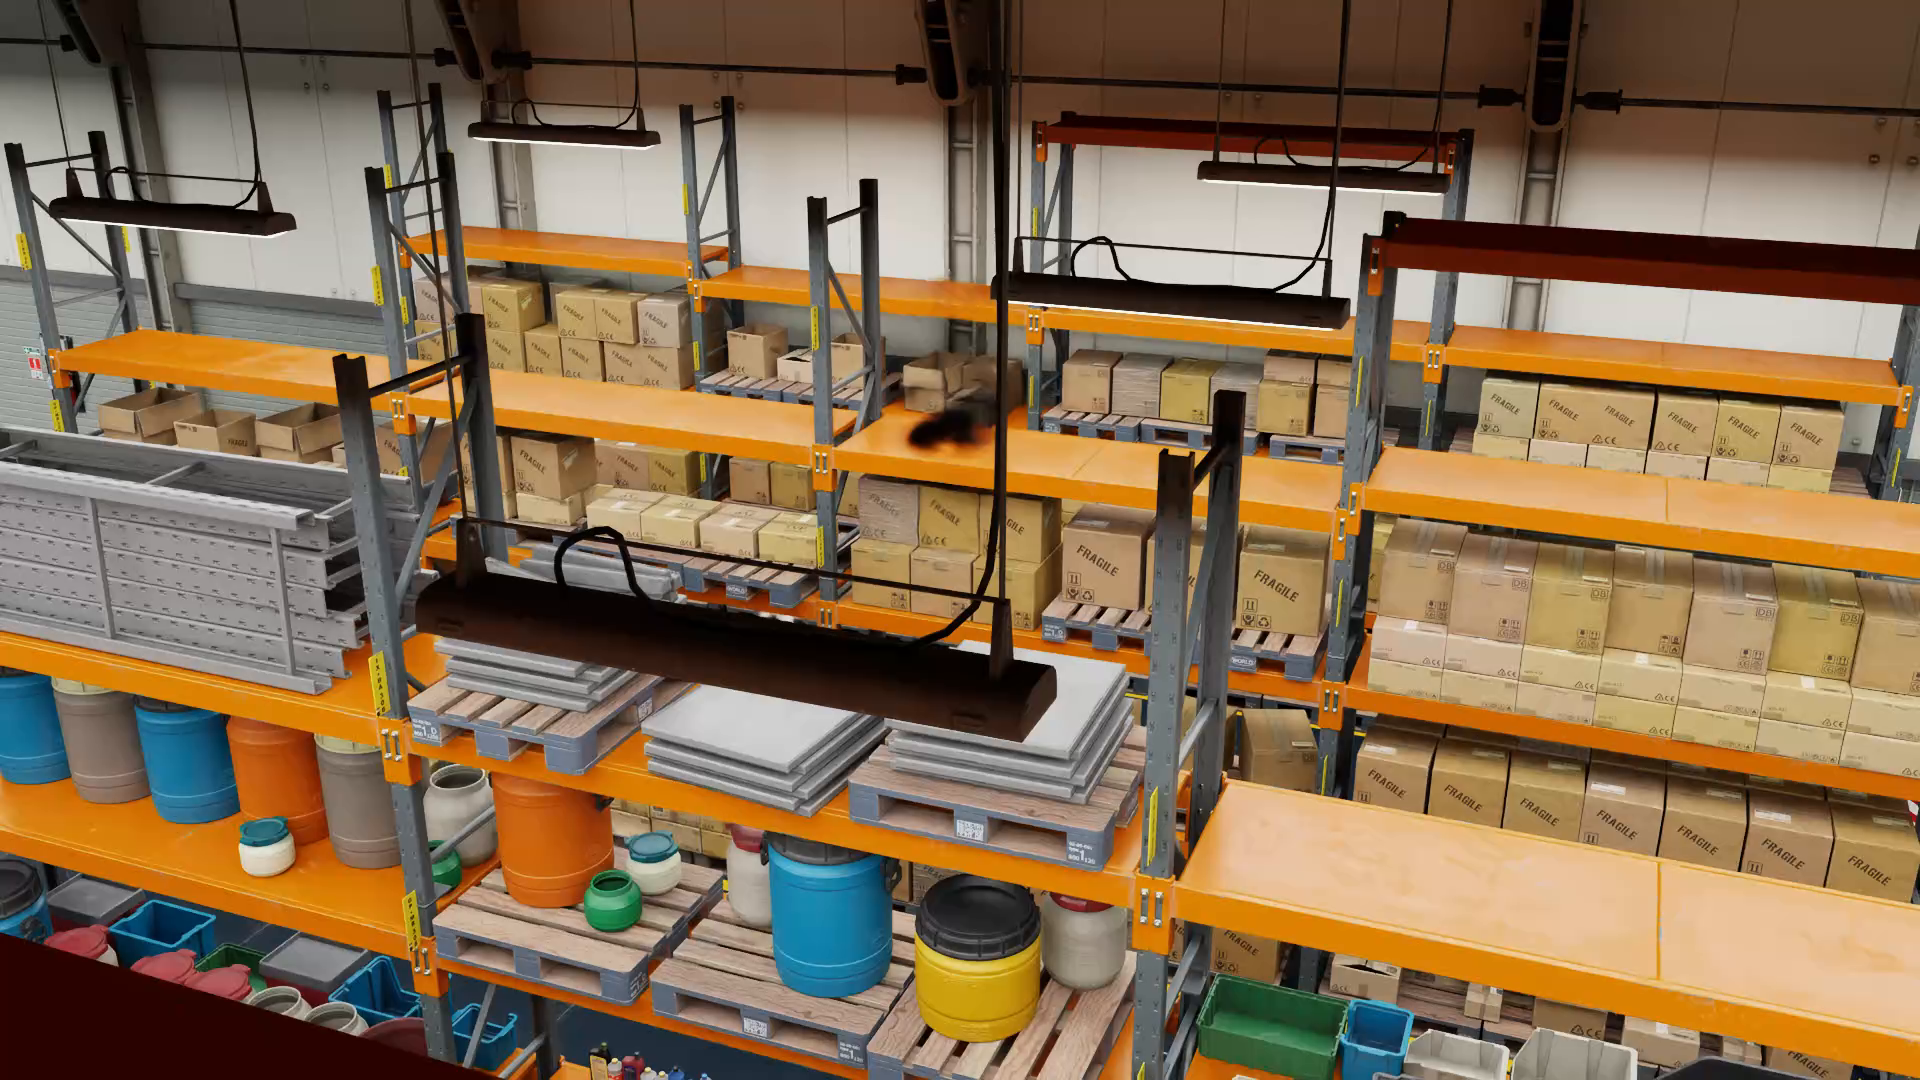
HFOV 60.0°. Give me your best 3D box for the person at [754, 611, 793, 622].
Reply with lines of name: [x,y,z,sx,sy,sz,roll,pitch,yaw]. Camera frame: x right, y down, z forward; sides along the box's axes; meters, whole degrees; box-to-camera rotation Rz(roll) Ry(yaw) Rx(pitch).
person: [-1.863,1.140,16.943,0.677,1.814,0.674,6,22,16]
